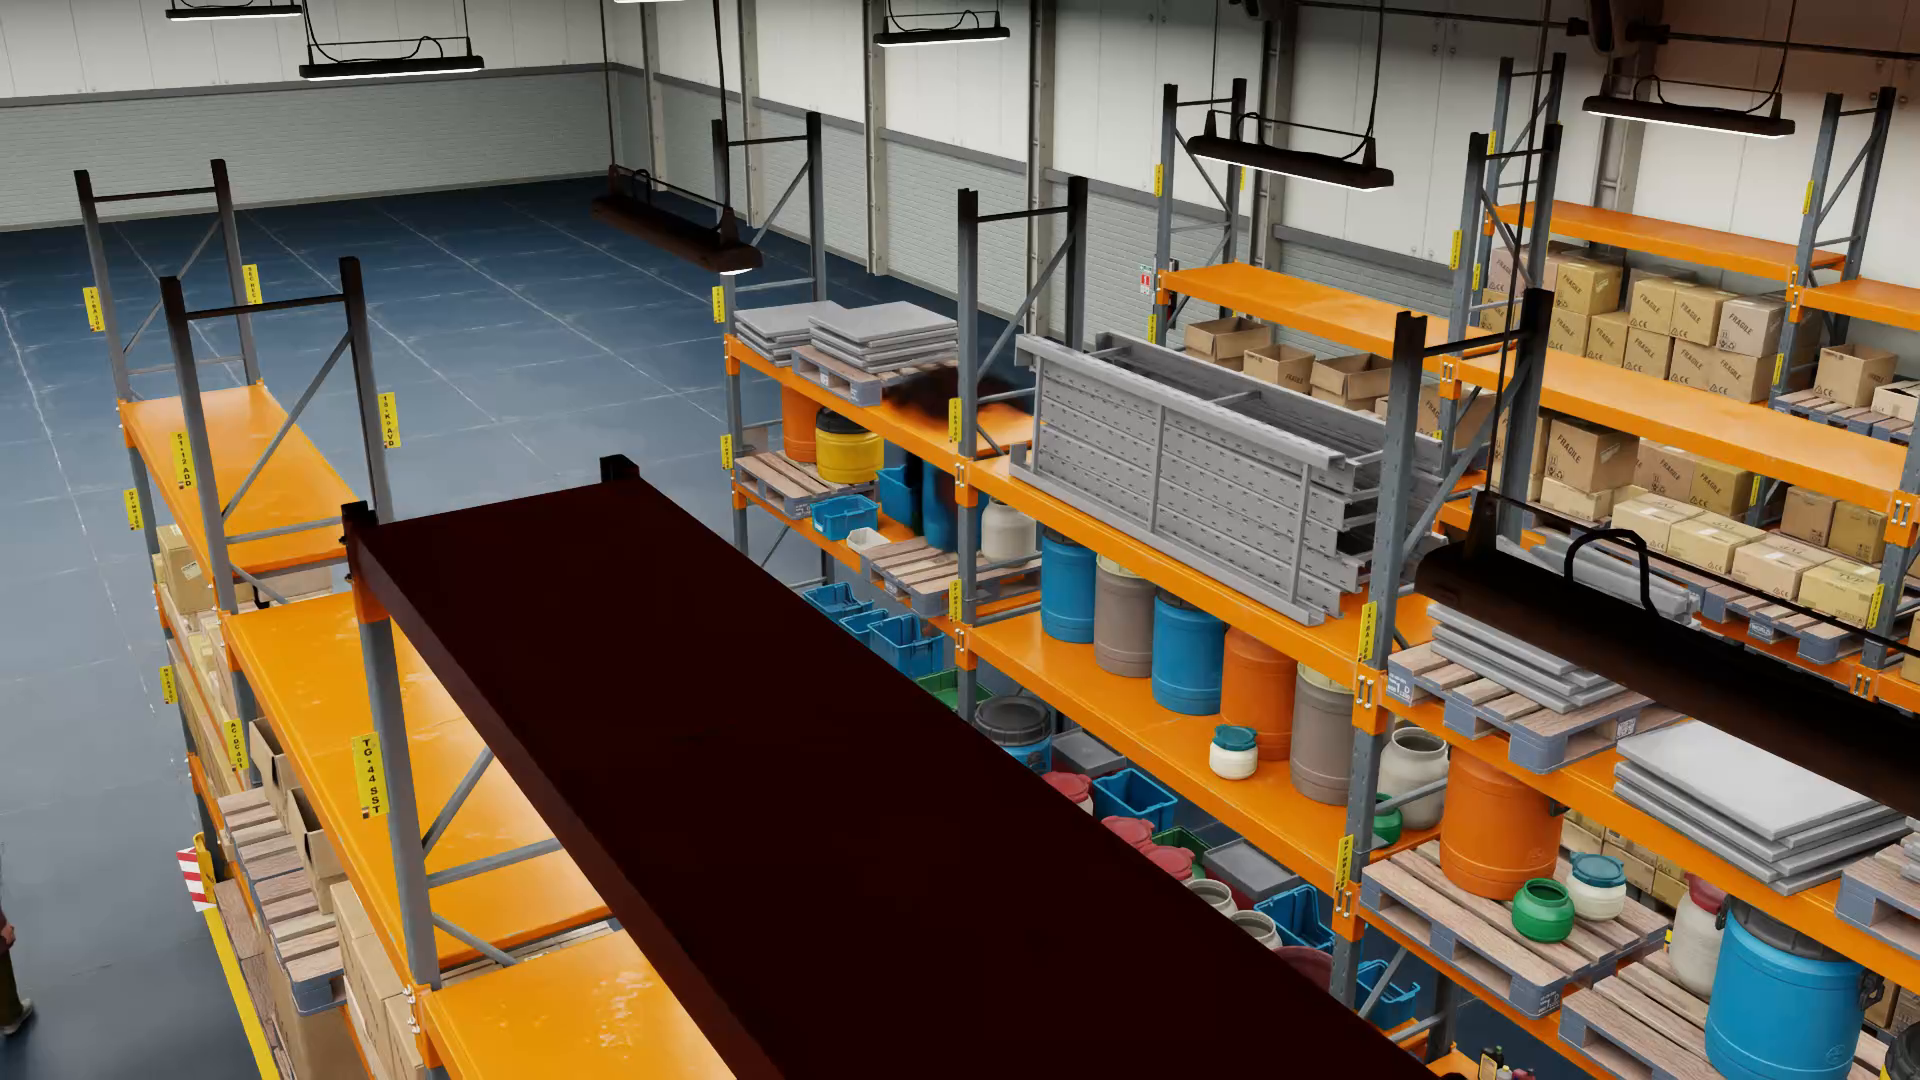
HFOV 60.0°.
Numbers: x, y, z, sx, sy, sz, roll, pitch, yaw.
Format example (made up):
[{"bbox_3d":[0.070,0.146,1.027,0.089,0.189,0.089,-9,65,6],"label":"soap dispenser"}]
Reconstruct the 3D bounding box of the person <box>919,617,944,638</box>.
[{"bbox_3d":[-0.346,0.832,17.052,0.398,1.667,0.476,-8,23,-20],"label":"person"}]

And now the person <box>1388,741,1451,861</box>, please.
[{"bbox_3d":[3.739,2.130,13.688,0.564,1.722,1.001,-17,28,-36],"label":"person"}]

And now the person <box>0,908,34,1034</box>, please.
[{"bbox_3d":[-7.160,2.762,12.104,0.614,1.787,0.418,5,22,12],"label":"person"}]
